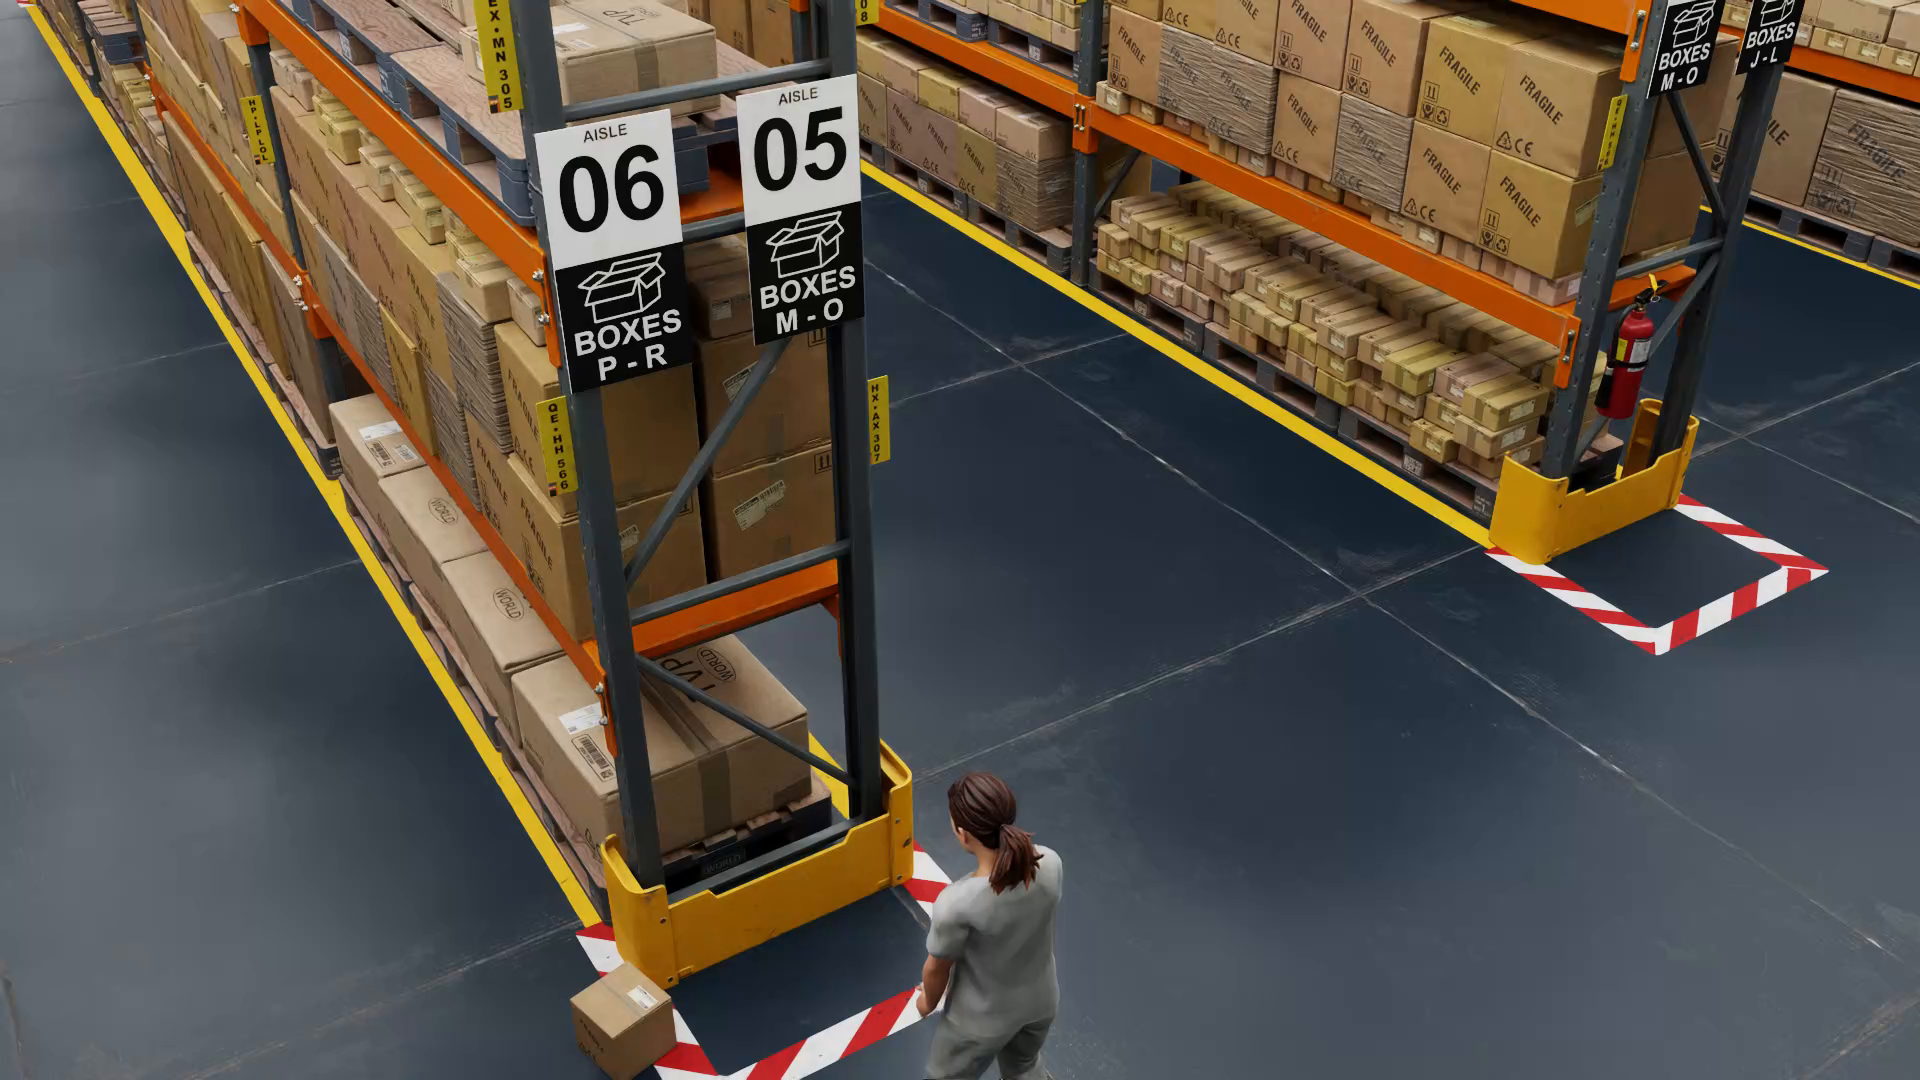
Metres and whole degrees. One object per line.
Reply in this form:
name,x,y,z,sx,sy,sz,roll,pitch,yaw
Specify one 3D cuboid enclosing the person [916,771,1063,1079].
person,0.093,1.385,5.014,0.453,1.652,0.347,-18,37,-26
